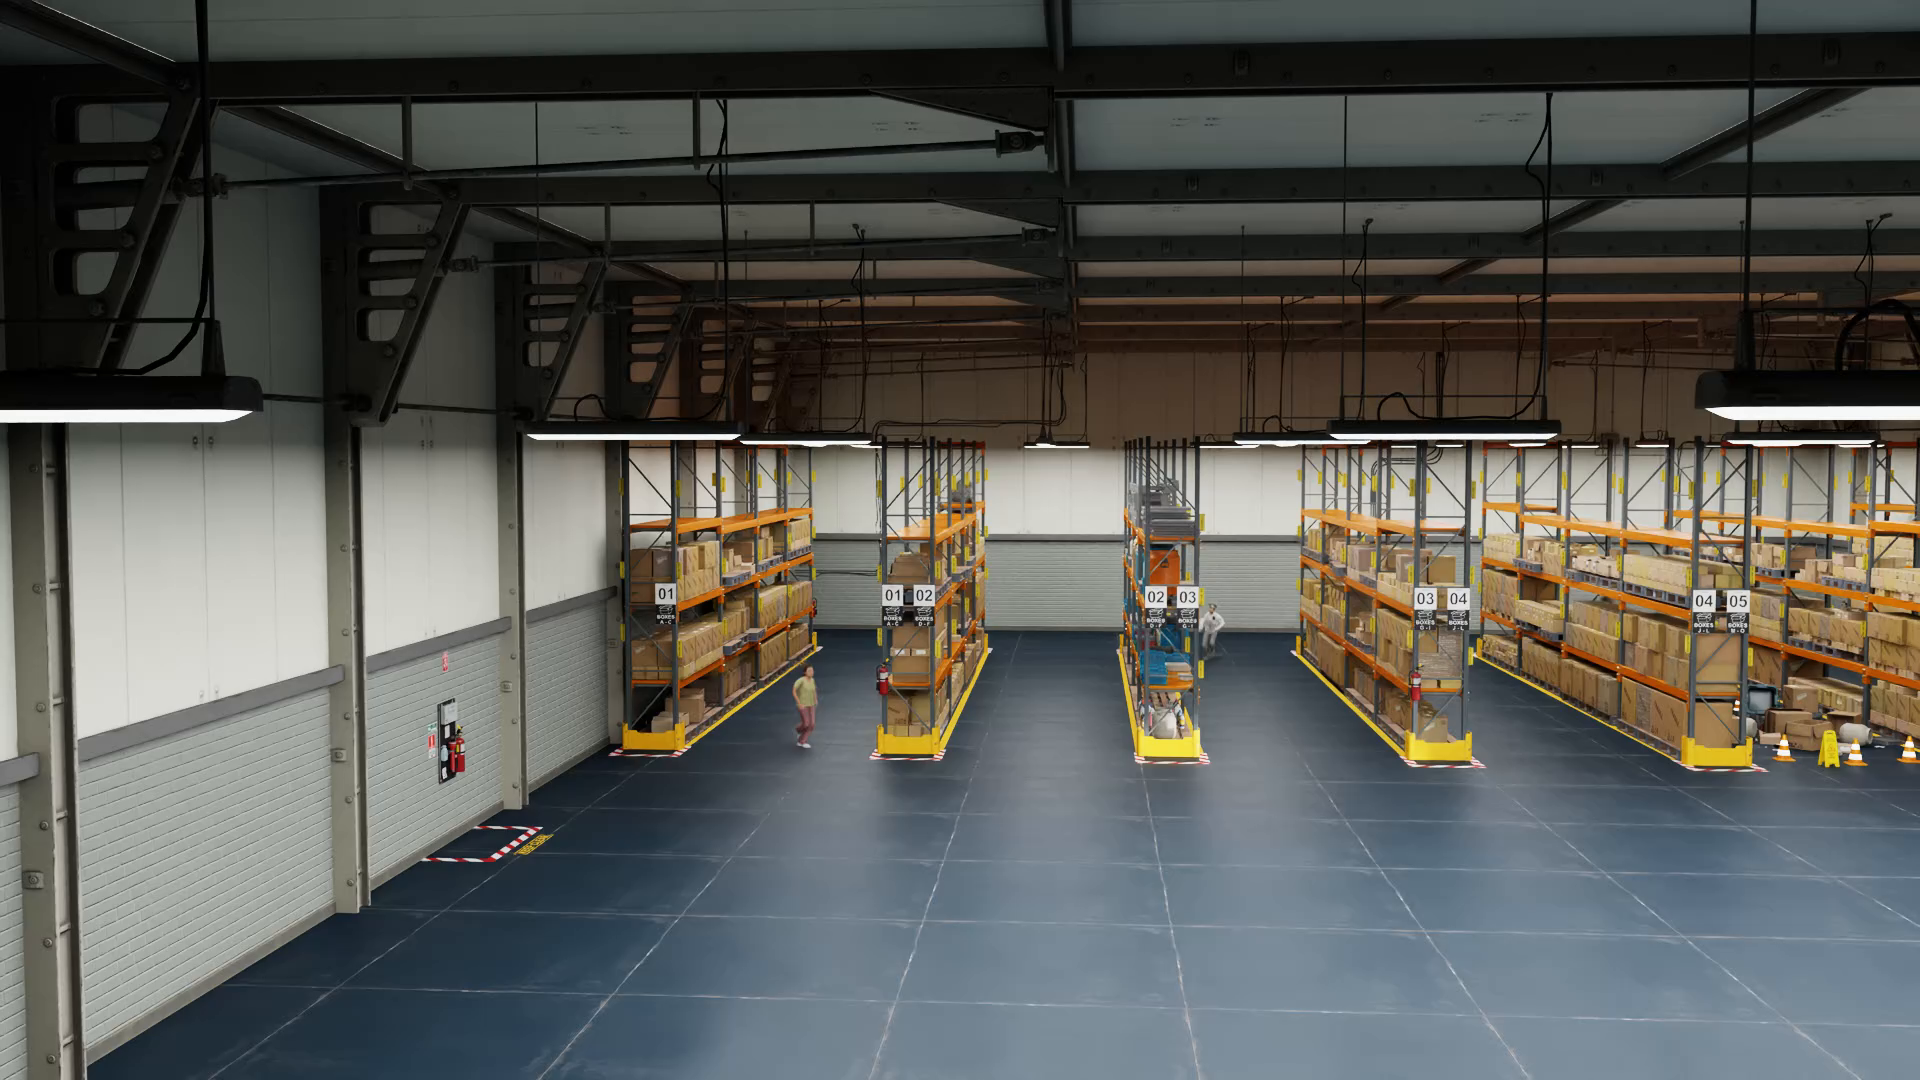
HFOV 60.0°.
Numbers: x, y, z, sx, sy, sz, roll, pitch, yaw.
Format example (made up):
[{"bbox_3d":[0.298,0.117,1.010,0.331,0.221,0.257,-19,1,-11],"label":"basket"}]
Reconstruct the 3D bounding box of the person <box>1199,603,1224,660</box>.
[{"bbox_3d":[6.860,2.514,45.418,0.682,1.604,0.521,1,3,23],"label":"person"}]

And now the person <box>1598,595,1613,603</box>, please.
[{"bbox_3d":[18.929,2.207,48.729,1.047,1.747,0.701,-1,3,-16],"label":"person"}]

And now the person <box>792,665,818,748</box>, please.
[{"bbox_3d":[-3.022,3.204,32.205,0.580,1.610,0.557,-2,4,-39],"label":"person"}]
